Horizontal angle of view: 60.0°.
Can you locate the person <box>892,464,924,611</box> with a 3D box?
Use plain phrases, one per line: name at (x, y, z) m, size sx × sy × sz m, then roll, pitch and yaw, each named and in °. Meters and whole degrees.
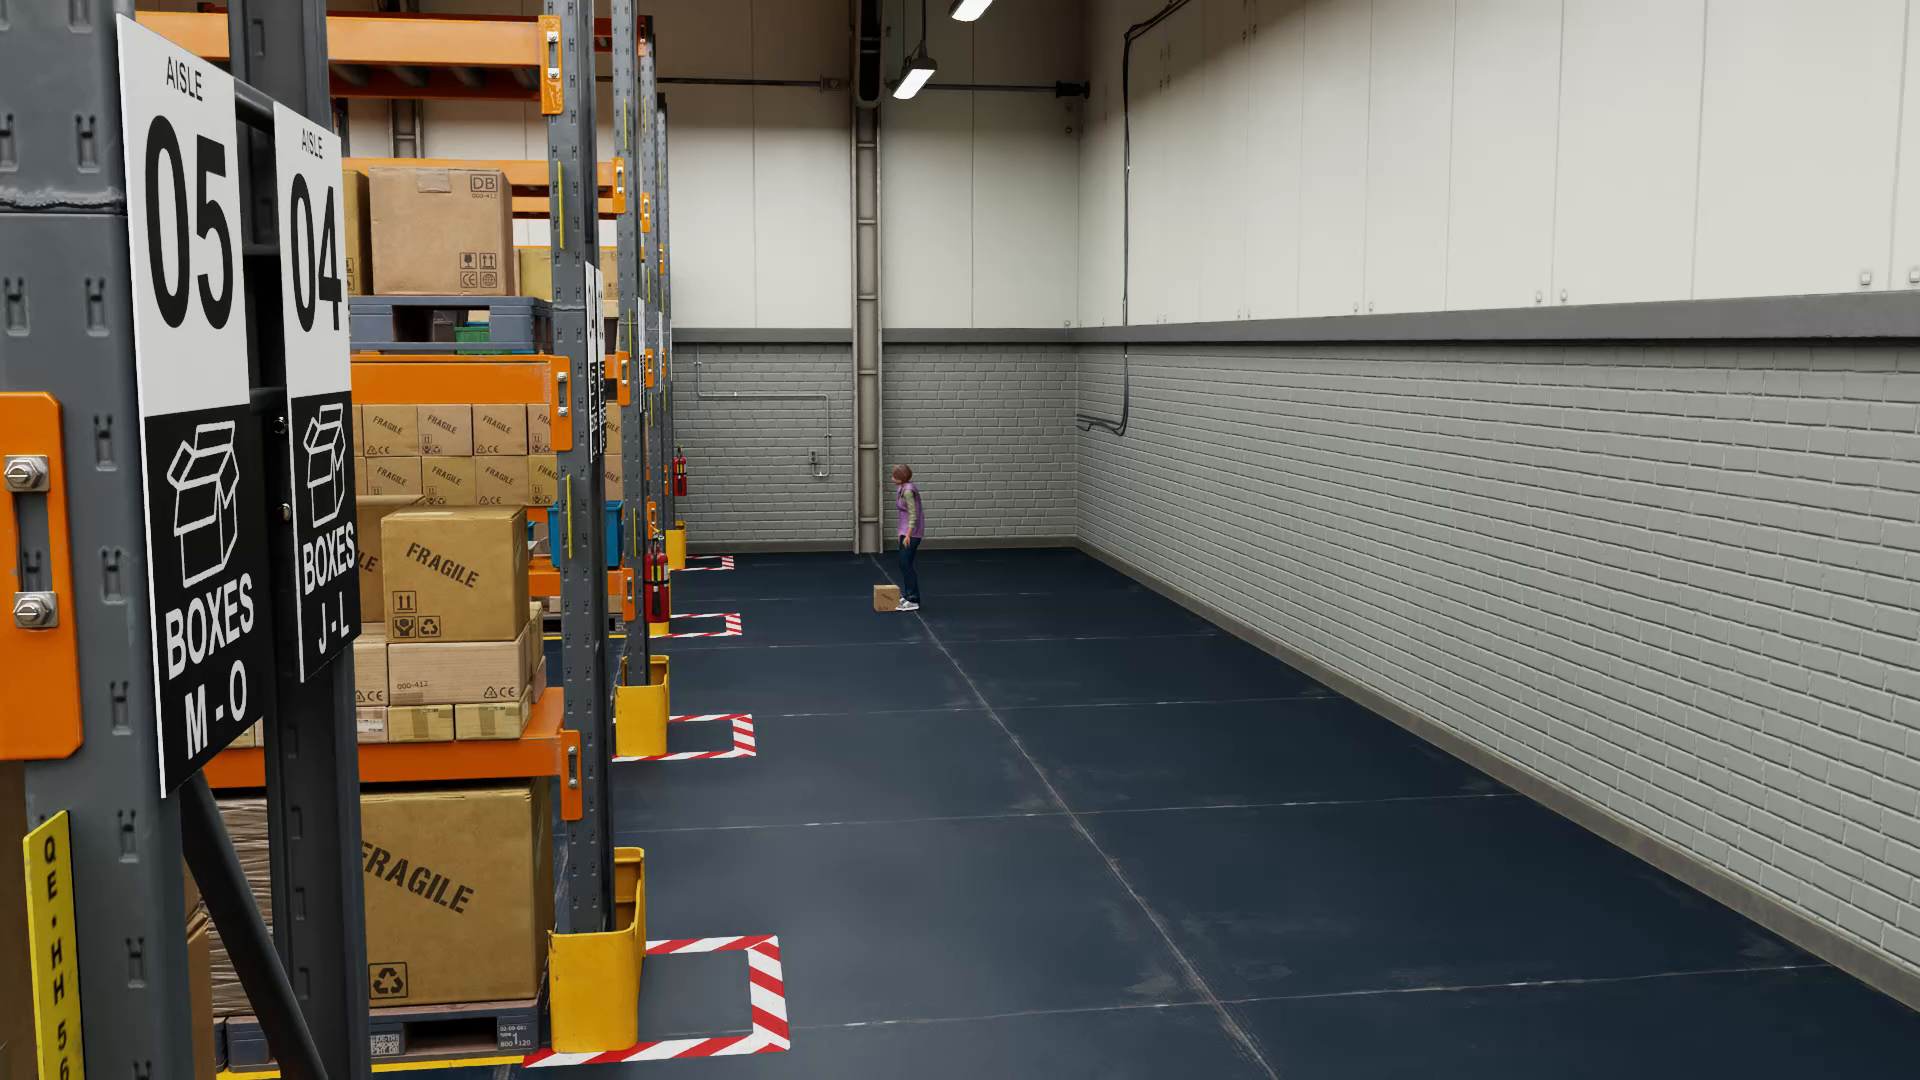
person at (-0.571, -0.038, 18.100) m, size 0.350 × 1.593 × 0.468 m, roll -1°, pitch 7°, yaw -9°
